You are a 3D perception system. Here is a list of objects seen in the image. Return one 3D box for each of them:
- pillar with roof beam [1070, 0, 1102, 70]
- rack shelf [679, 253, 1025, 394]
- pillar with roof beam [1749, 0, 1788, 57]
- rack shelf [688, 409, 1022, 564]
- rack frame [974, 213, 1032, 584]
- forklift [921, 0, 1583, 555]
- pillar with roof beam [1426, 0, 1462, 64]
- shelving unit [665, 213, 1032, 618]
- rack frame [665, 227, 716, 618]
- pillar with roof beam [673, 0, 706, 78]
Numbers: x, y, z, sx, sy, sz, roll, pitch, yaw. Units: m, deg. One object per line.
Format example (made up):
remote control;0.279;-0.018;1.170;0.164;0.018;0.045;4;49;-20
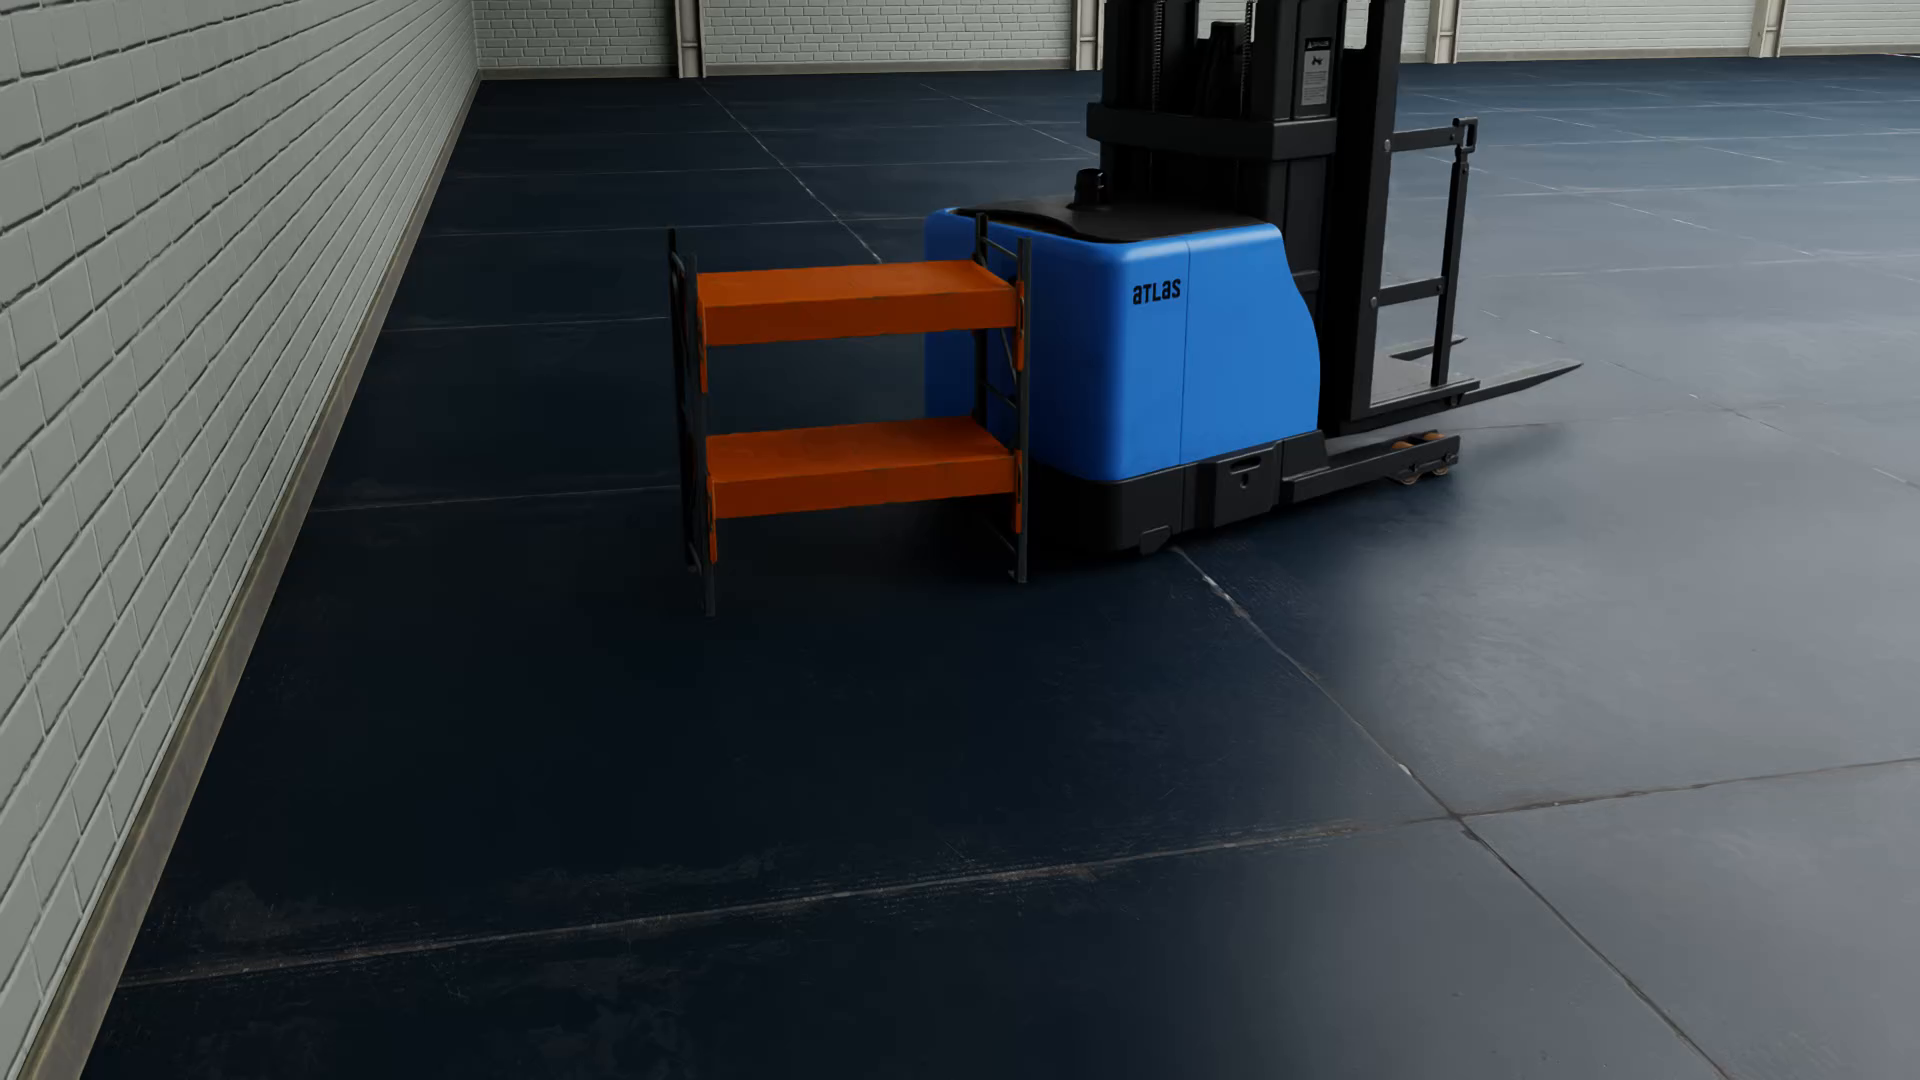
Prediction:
pillar with roof beam;2.915;-10.019;20.084;0.400;9.000;9.100;-5;21;-12
rack shelf;-0.354;-0.694;5.224;1.000;0.278;0.538;-6;21;-15
pillar with roof beam;14.593;-10.969;22.677;0.400;9.000;9.100;-5;21;-12
rack shelf;-0.354;-0.190;5.408;1.000;0.278;0.538;-6;21;-15
rack frame;0.134;-0.468;5.457;0.032;1.125;0.500;-6;21;-15
forklift;1.331;-1.715;6.235;3.031;2.935;1.130;-15;25;-35
pillar with roof beam;8.754;-10.494;21.380;0.400;9.000;9.100;-5;21;-12
shelving unit;-0.354;-0.419;5.324;1.048;1.125;0.538;-6;21;-15
rack frame;-0.843;-0.371;5.192;0.032;1.125;0.500;-6;21;-15
pillar with roof beam;-2.924;-9.545;18.788;0.400;9.000;9.100;-5;21;-12
